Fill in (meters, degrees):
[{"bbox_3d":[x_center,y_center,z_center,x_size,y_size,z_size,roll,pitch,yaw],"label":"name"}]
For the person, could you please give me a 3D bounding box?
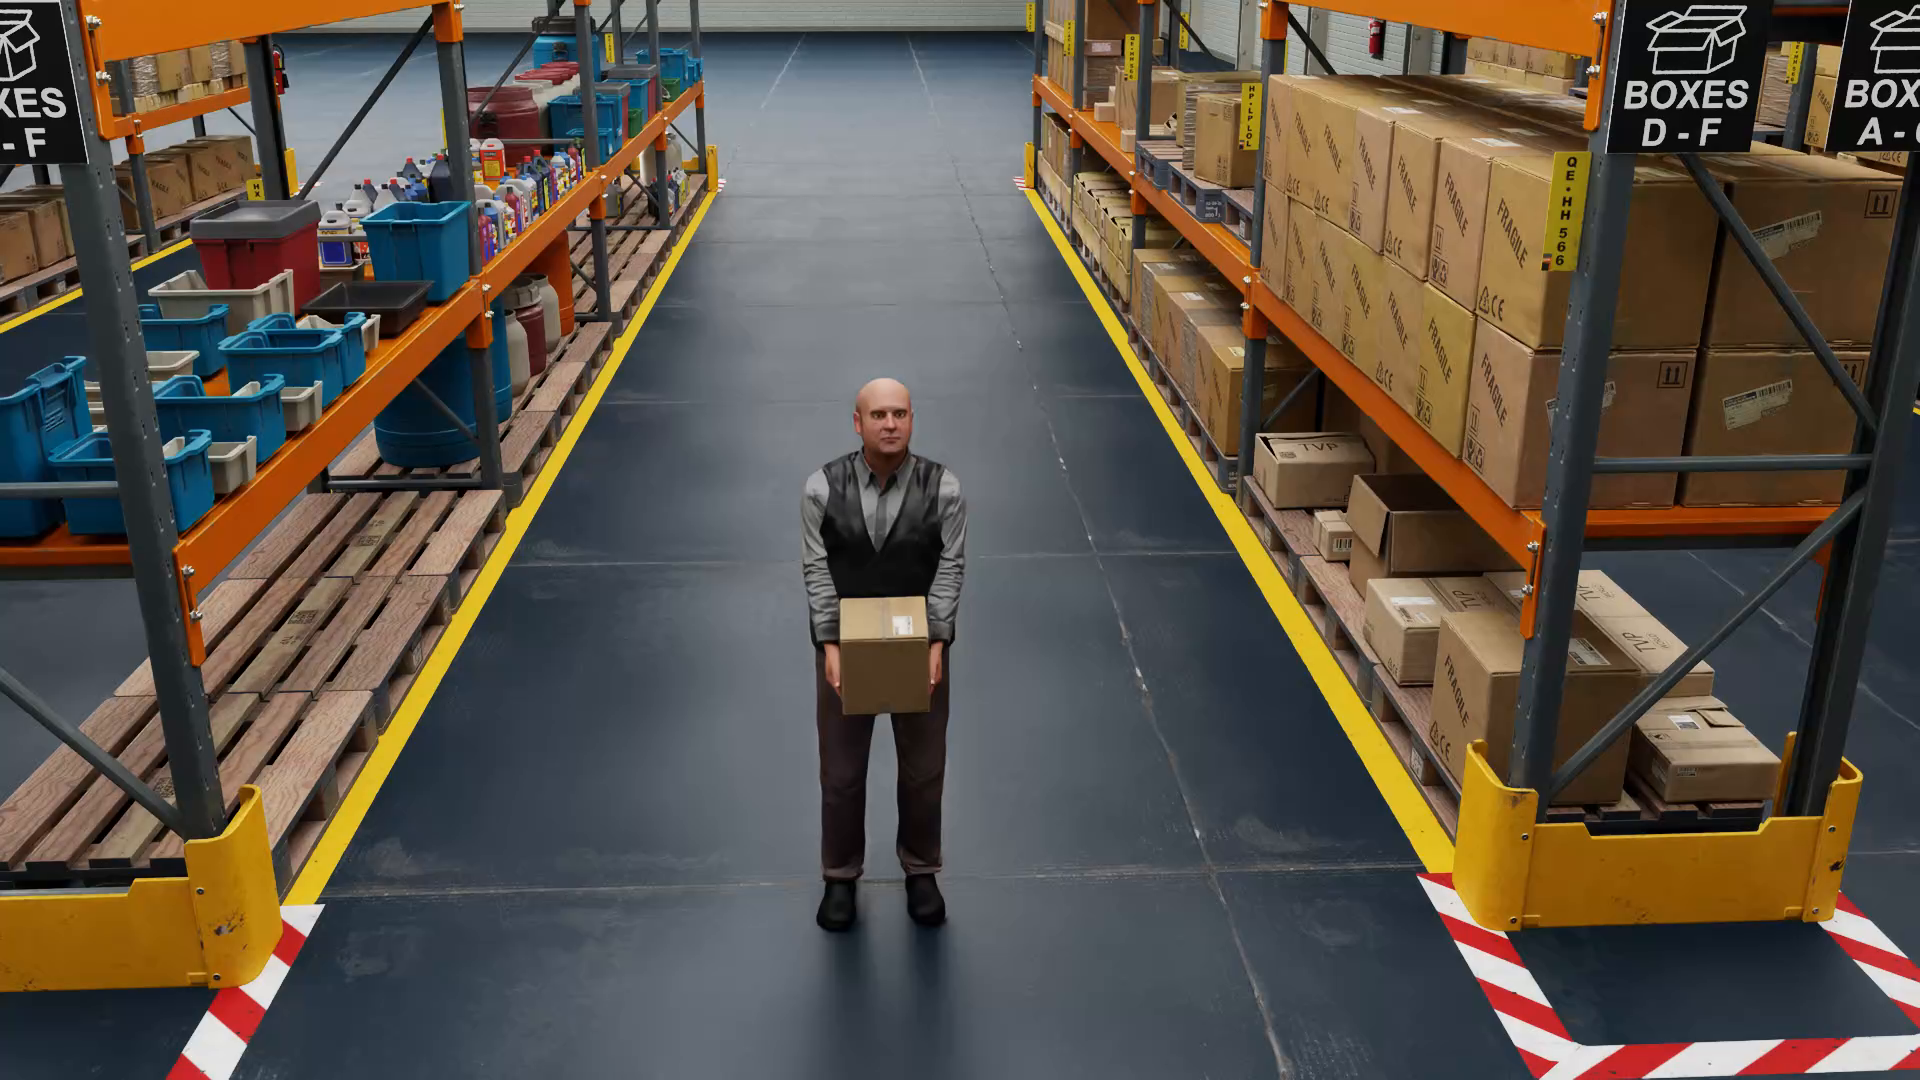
[{"bbox_3d":[-0.223,0.384,5.068,0.501,1.722,0.548,-1,20,-3],"label":"person"}]
